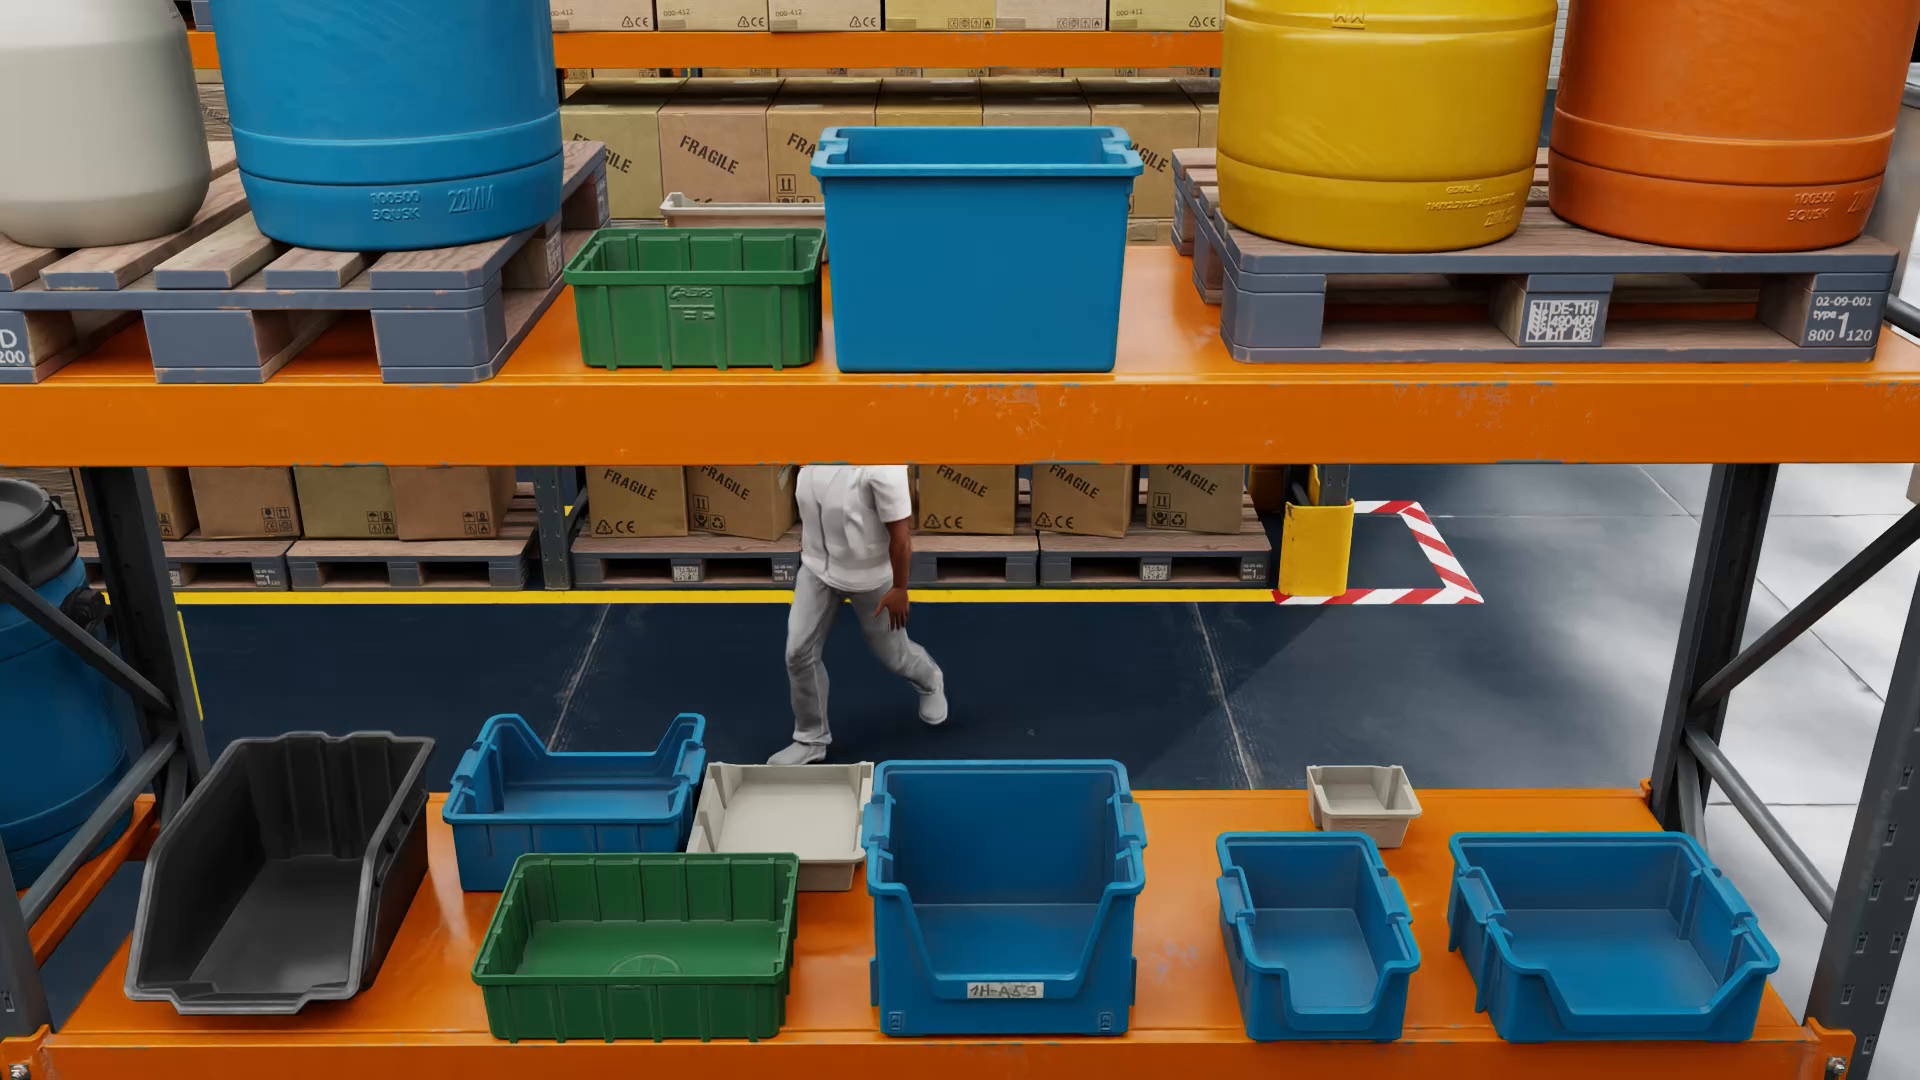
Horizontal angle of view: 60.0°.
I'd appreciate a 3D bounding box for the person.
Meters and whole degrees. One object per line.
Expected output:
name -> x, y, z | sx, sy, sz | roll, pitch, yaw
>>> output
person -> -0.415, 0.100, 6.867 | 0.602, 1.727, 0.913 | 16, 29, 32
